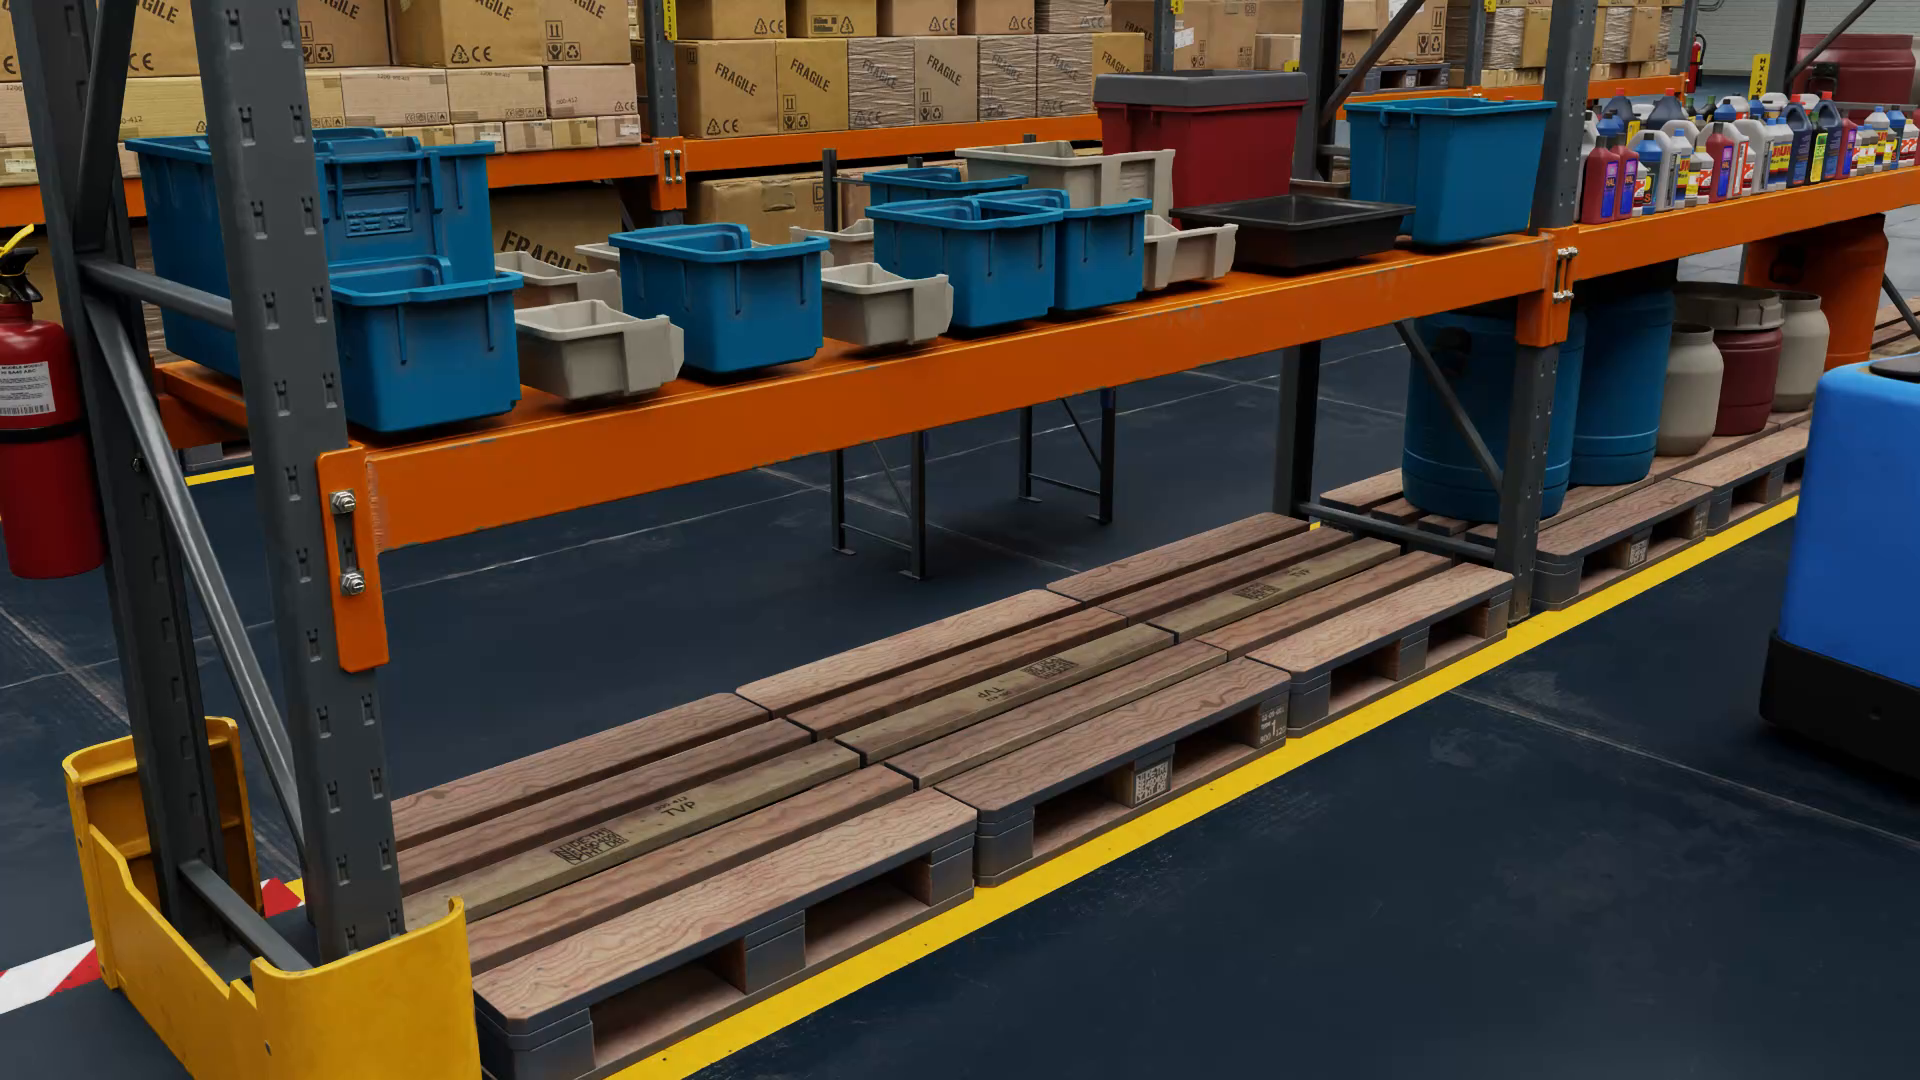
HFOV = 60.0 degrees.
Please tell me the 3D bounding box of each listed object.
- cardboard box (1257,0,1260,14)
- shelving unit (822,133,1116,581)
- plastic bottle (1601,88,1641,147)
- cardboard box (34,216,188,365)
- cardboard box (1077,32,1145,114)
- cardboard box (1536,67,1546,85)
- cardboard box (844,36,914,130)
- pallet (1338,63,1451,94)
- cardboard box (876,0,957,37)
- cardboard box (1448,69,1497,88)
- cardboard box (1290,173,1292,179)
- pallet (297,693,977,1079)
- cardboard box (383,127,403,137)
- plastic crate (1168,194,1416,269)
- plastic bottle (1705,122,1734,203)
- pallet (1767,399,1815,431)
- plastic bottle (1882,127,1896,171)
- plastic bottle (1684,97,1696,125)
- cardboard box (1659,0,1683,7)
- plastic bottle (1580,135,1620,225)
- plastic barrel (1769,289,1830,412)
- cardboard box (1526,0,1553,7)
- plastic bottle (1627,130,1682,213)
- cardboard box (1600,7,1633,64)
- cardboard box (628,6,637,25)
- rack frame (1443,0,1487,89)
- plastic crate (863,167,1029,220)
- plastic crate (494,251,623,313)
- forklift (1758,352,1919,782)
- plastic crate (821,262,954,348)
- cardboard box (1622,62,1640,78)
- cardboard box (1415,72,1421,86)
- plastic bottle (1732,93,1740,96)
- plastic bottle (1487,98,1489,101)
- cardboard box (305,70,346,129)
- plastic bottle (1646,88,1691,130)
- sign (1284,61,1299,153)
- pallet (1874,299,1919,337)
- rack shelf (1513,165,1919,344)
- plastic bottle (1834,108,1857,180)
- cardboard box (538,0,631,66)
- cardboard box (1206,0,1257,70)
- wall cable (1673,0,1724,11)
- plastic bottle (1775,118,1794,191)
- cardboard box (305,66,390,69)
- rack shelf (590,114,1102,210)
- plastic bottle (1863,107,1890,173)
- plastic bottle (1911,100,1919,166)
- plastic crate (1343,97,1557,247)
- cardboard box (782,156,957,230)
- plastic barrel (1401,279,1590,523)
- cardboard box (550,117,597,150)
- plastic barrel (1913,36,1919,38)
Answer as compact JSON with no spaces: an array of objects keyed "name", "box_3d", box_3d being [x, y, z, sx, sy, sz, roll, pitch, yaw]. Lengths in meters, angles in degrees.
[{"name":"cardboard box","box_3d":[3.237,-6.560,19.862,0.550,0.550,0.875,-16,24,-41]},{"name":"shelving unit","box_3d":[0.062,-0.732,6.309,1.048,1.500,0.538,-16,24,-41]},{"name":"plastic bottle","box_3d":[2.795,-1.738,7.061,0.185,0.351,0.144,-16,24,-41]},{"name":"cardboard box","box_3d":[-3.687,-1.058,7.647,0.875,0.875,0.875,-16,24,-41]},{"name":"cardboard box","box_3d":[0.867,-3.105,11.035,0.500,0.500,0.500,-15,23,-39]},{"name":"cardboard box","box_3d":[5.063,-4.132,14.772,0.250,0.149,0.380,-16,24,-41]},{"name":"cardboard box","box_3d":[-0.617,-2.671,9.698,0.500,0.500,0.500,-17,25,-42]},{"name":"pallet","box_3d":[3.306,-3.844,13.789,1.213,0.211,1.003,-16,24,-41]},{"name":"cardboard box","box_3d":[-0.446,-3.310,10.041,0.637,0.503,0.797,-15,23,-39]},{"name":"cardboard box","box_3d":[4.324,-3.924,14.130,0.250,0.149,0.380,-16,24,-41]},{"name":"cardboard box","box_3d":[2.330,-2.626,13.060,0.500,0.500,0.700,-14,23,-36]},{"name":"pallet","box_3d":[-0.729,0.748,3.835,1.213,0.211,1.003,-16,24,-41]},{"name":"cardboard box","box_3d":[-2.781,-1.840,7.703,0.250,0.149,0.380,-17,24,-42]},{"name":"plastic crate","box_3d":[0.923,-0.860,4.623,0.590,0.125,0.437,-16,24,-41]},{"name":"plastic bottle","box_3d":[2.756,-1.375,6.050,0.133,0.283,0.061,-16,24,-41]},{"name":"pallet","box_3d":[3.914,-0.604,8.007,1.213,0.211,1.003,-16,24,-41]},{"name":"plastic bottle","box_3d":[3.981,-1.700,7.188,0.097,0.201,0.097,0,18,0]},{"name":"plastic bottle","box_3d":[3.289,-1.867,7.570,0.133,0.283,0.061,-16,24,-41]},{"name":"cardboard box","box_3d":[6.638,-5.405,16.027,0.500,0.500,0.500,-16,24,-41]},{"name":"plastic bottle","box_3d":[2.111,-1.186,5.469,0.133,0.283,0.061,-16,24,-41]},{"name":"plastic barrel","box_3d":[3.765,-0.876,7.677,0.421,0.512,0.421,0,18,0]},{"name":"cardboard box","box_3d":[4.825,-4.874,14.389,0.500,0.500,0.500,-16,24,-41]},{"name":"plastic bottle","box_3d":[2.415,-1.291,5.804,0.135,0.276,0.152,-16,24,-41]},{"name":"cardboard box","box_3d":[5.776,-4.762,15.664,0.500,0.500,0.875,-16,24,-41]},{"name":"cardboard box","box_3d":[-2.886,-4.341,13.773,0.250,0.149,0.380,-15,23,-39]},{"name":"rack frame","box_3d":[3.962,-4.065,14.158,0.127,3.000,1.000,-16,24,-41]},{"name":"plastic crate","box_3d":[-0.039,-0.854,4.428,0.300,0.233,0.416,-16,24,-41]},{"name":"plastic crate","box_3d":[-0.887,-0.529,3.582,0.243,0.136,0.396,-16,24,-41]},{"name":"forklift","box_3d":[3.801,-0.932,4.607,3.031,2.935,1.130,-10,21,-29]},{"name":"plastic crate","box_3d":[-0.167,-0.487,3.453,0.298,0.136,0.250,-16,24,-41]},{"name":"cardboard box","box_3d":[6.282,-4.519,15.968,0.250,0.149,0.380,-16,24,-41]},{"name":"cardboard box","box_3d":[3.916,-4.057,14.541,0.250,0.149,0.380,-16,24,-41]},{"name":"plastic bottle","box_3d":[3.651,-1.973,7.896,0.133,0.283,0.061,-16,24,-41]},{"name":"plastic bottle","box_3d":[1.995,-1.504,6.341,0.185,0.351,0.144,-16,24,-41]},{"name":"cardboard box","box_3d":[-3.107,-1.962,7.435,0.500,0.250,0.500,-17,24,-42]},{"name":"plastic bottle","box_3d":[2.997,-1.732,7.044,0.185,0.351,0.144,-16,24,-41]},{"name":"sign","box_3d":[1.175,-1.515,5.845,0.005,0.325,0.100,-16,24,-41]},{"name":"pallet","box_3d":[5.934,-1.194,9.824,1.213,0.211,1.003,-16,24,-41]},{"name":"rack shelf","box_3d":[3.005,-1.341,6.925,4.000,0.370,1.077,-16,24,-41]},{"name":"plastic bottle","box_3d":[3.627,-1.628,6.833,0.133,0.283,0.061,-16,24,-41]},{"name":"cardboard box","box_3d":[-2.002,-2.639,8.306,0.500,0.500,0.500,-15,23,-39]},{"name":"cardboard box","box_3d":[1.757,-3.729,12.279,0.500,0.500,0.700,-12,22,-33]},{"name":"wall cable","box_3d":[20.369,-16.361,47.390,0.112,2.526,3.097,-16,24,-41]},{"name":"plastic bottle","box_3d":[3.165,-1.496,6.443,0.097,0.271,0.097,0,18,0]},{"name":"cardboard box","box_3d":[-3.110,-2.184,8.117,0.500,0.250,0.500,-16,24,-39]},{"name":"rack shelf","box_3d":[-0.398,-2.451,10.348,4.000,0.370,1.077,-16,24,-41]},{"name":"plastic bottle","box_3d":[3.910,-1.713,7.113,0.097,0.271,0.097,0,18,0]},{"name":"plastic bottle","box_3d":[4.289,-1.822,7.429,0.133,0.283,0.061,-16,24,-41]},{"name":"plastic crate","box_3d":[1.447,-1.105,4.959,0.575,0.384,0.392,-16,24,-41]},{"name":"cardboard box","box_3d":[-0.751,-1.888,10.210,1.225,0.875,0.875,17,24,42]},{"name":"plastic barrel","box_3d":[1.959,-0.573,6.109,0.708,0.901,0.600,-16,24,-41]},{"name":"cardboard box","box_3d":[-2.035,-2.057,8.374,0.250,0.149,0.380,-16,24,-40]},{"name":"plastic barrel","box_3d":[5.365,-2.516,9.199,0.421,0.512,0.421,0,18,0]}]
